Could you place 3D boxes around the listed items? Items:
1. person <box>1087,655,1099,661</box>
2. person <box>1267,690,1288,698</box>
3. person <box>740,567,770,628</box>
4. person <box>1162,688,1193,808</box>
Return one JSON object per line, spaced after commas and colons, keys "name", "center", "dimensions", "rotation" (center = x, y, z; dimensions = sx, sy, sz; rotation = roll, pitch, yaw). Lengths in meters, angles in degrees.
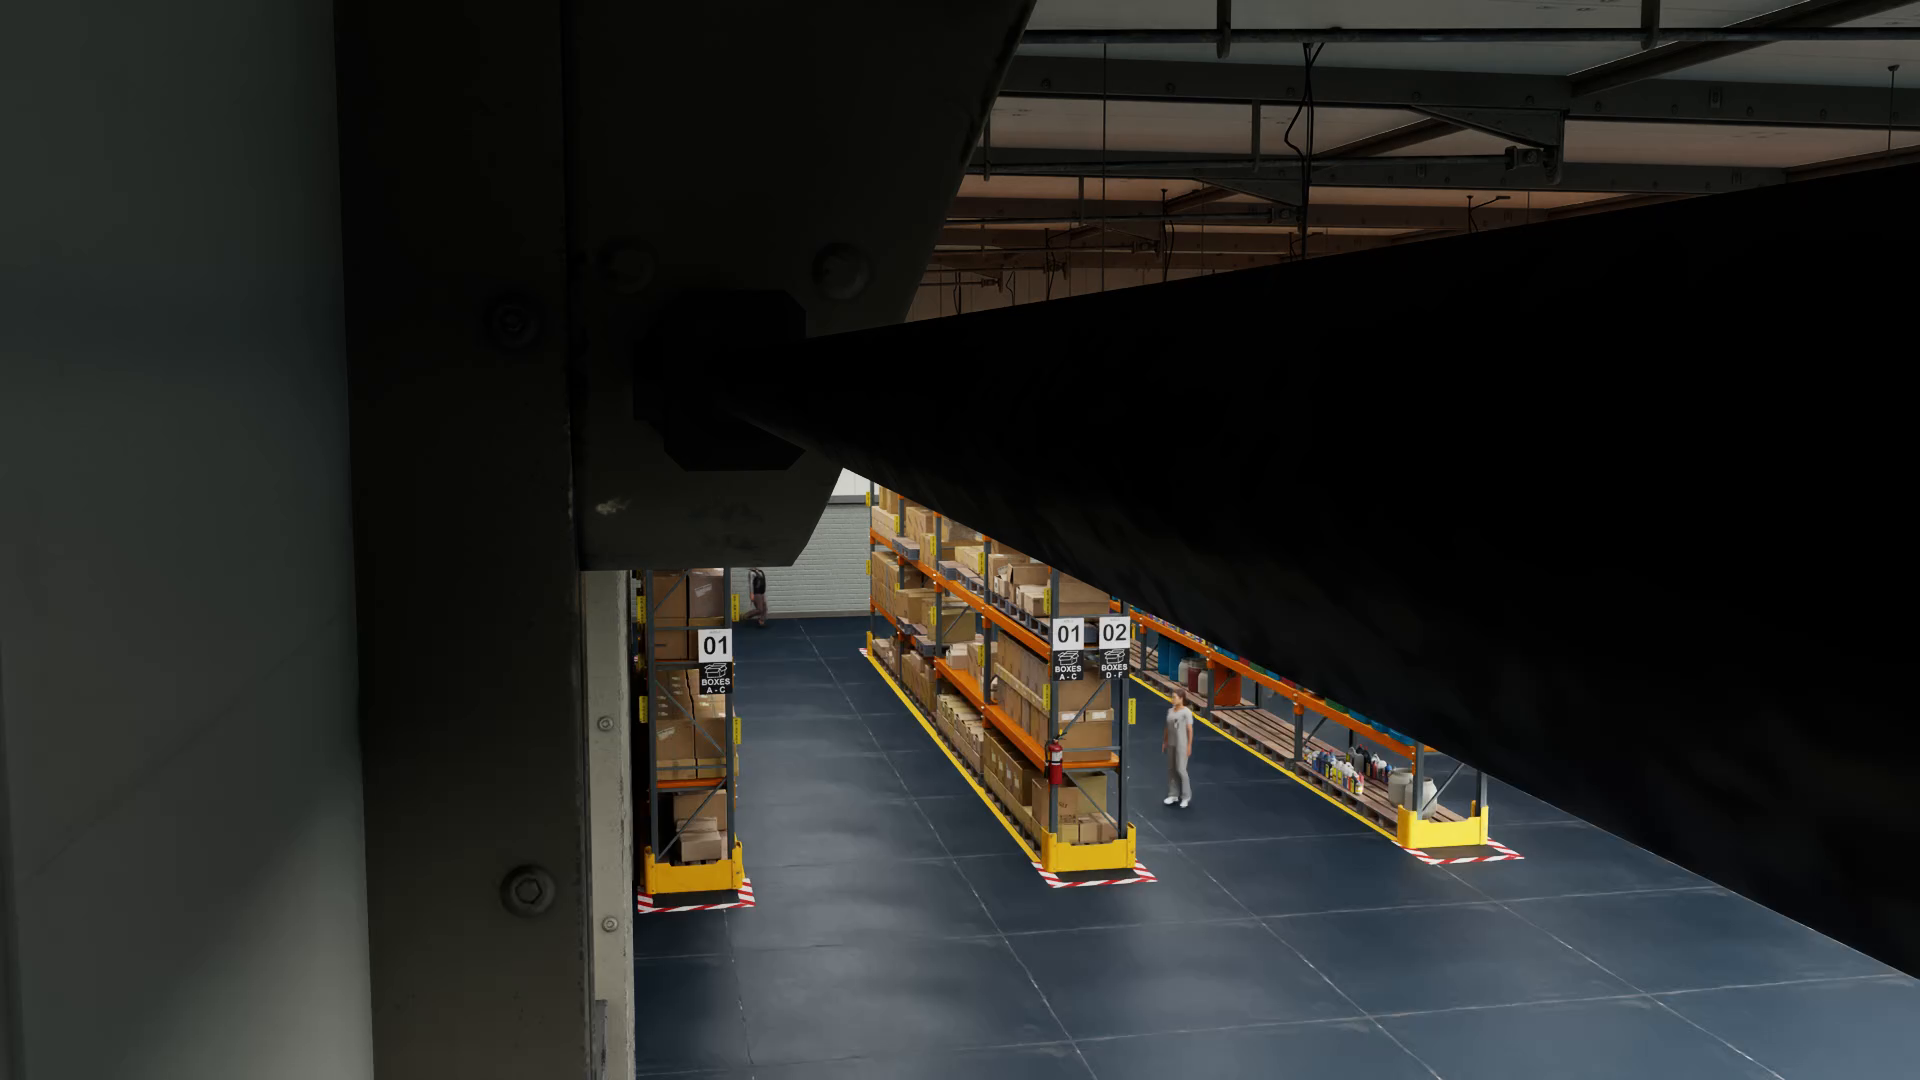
{"name": "person", "center": [2.675, 2.061, 32.699], "dimensions": [0.586, 1.729, 0.934], "rotation": [0, 6, 2]}
{"name": "person", "center": [6.109, 2.148, 31.752], "dimensions": [0.678, 1.823, 0.506], "rotation": [2, 6, 22]}
{"name": "person", "center": [-4.925, 1.295, 40.100], "dimensions": [0.676, 1.691, 0.546], "rotation": [1, 6, 7]}
{"name": "person", "center": [3.139, 2.995, 24.052], "dimensions": [0.385, 1.699, 0.475], "rotation": [-5, 8, -41]}
